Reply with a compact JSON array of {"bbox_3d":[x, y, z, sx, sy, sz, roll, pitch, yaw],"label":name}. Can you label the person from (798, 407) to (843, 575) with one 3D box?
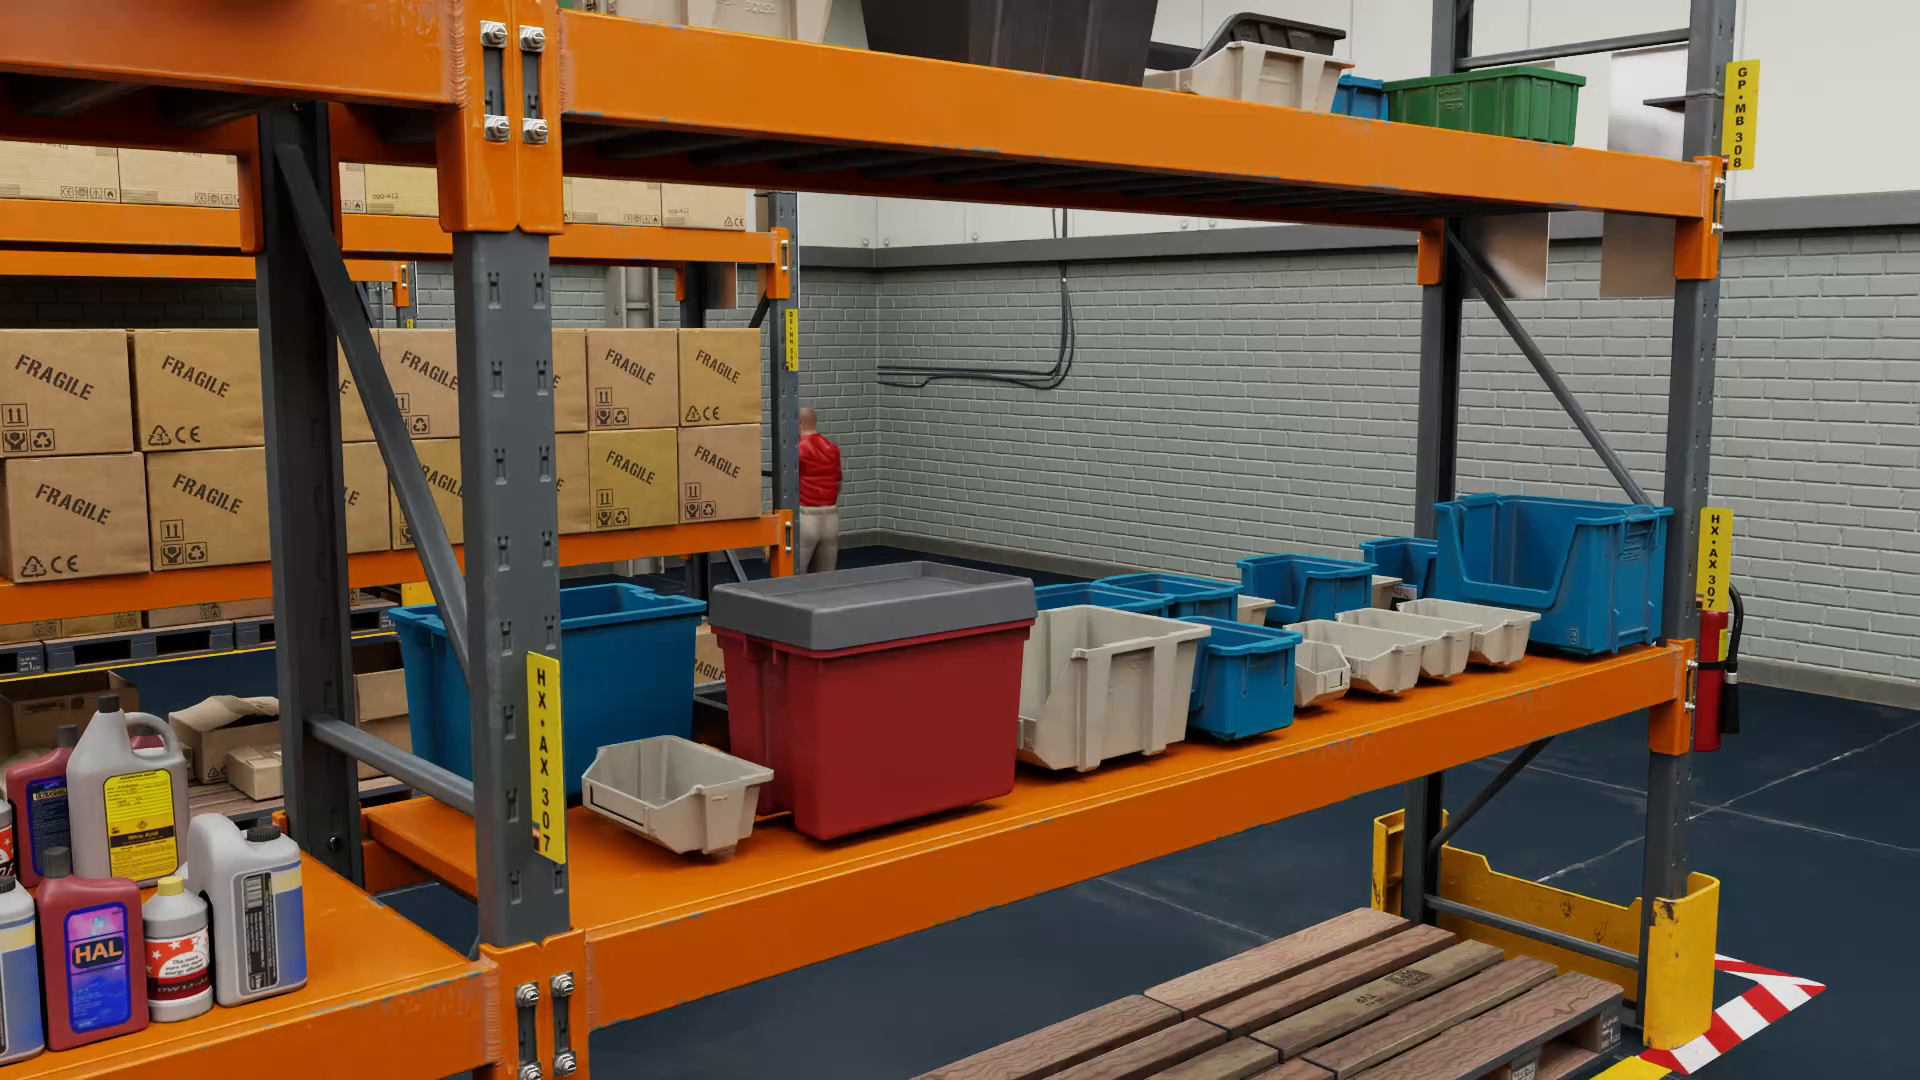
[{"bbox_3d":[-1.107,-0.101,12.095,0.547,1.733,0.405,-7,10,-42],"label":"person"}]
